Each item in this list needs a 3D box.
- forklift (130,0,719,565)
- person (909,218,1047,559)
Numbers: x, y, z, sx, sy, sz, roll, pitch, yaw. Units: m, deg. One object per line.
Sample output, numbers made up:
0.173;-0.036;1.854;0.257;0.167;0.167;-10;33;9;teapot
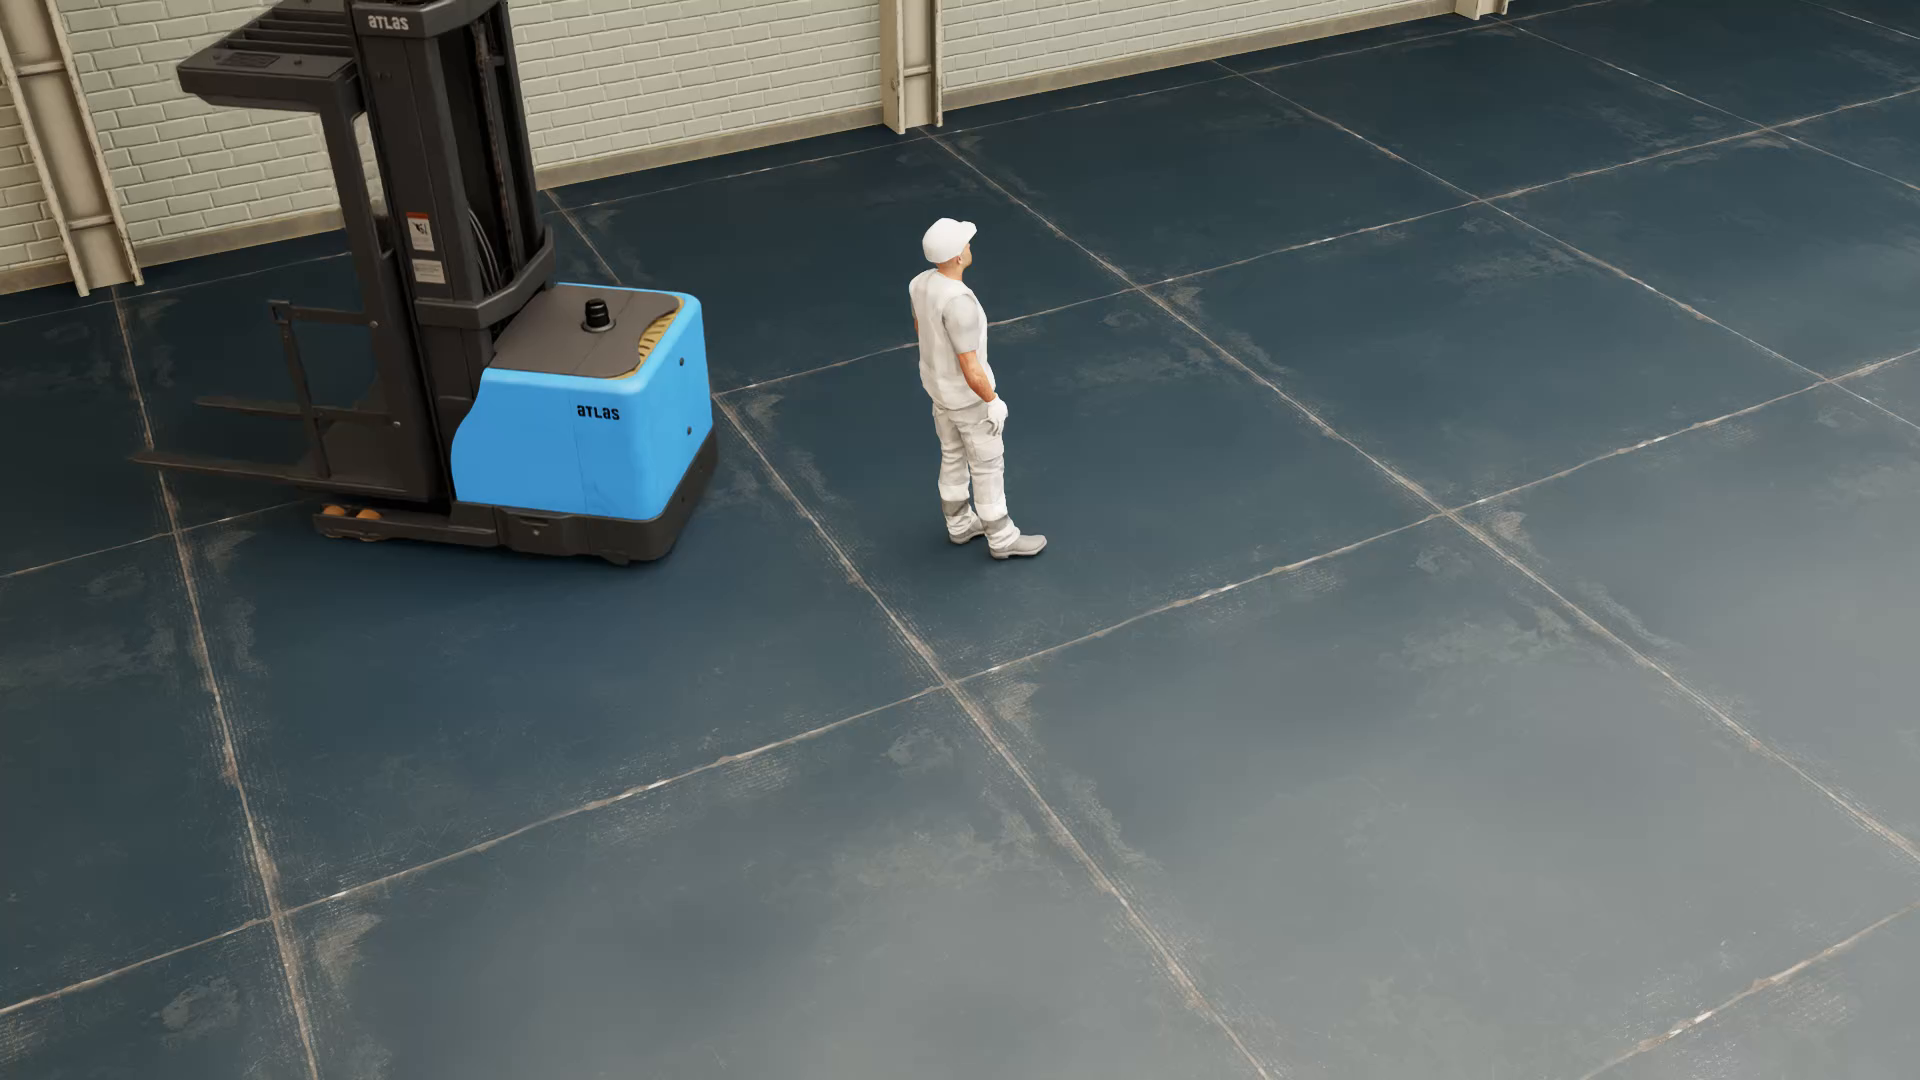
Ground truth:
-2.893;-1.479;8.216;3.031;2.935;1.130;6;36;9;forklift
0.076;-0.753;8.165;0.562;1.789;0.638;-17;39;-23;person
